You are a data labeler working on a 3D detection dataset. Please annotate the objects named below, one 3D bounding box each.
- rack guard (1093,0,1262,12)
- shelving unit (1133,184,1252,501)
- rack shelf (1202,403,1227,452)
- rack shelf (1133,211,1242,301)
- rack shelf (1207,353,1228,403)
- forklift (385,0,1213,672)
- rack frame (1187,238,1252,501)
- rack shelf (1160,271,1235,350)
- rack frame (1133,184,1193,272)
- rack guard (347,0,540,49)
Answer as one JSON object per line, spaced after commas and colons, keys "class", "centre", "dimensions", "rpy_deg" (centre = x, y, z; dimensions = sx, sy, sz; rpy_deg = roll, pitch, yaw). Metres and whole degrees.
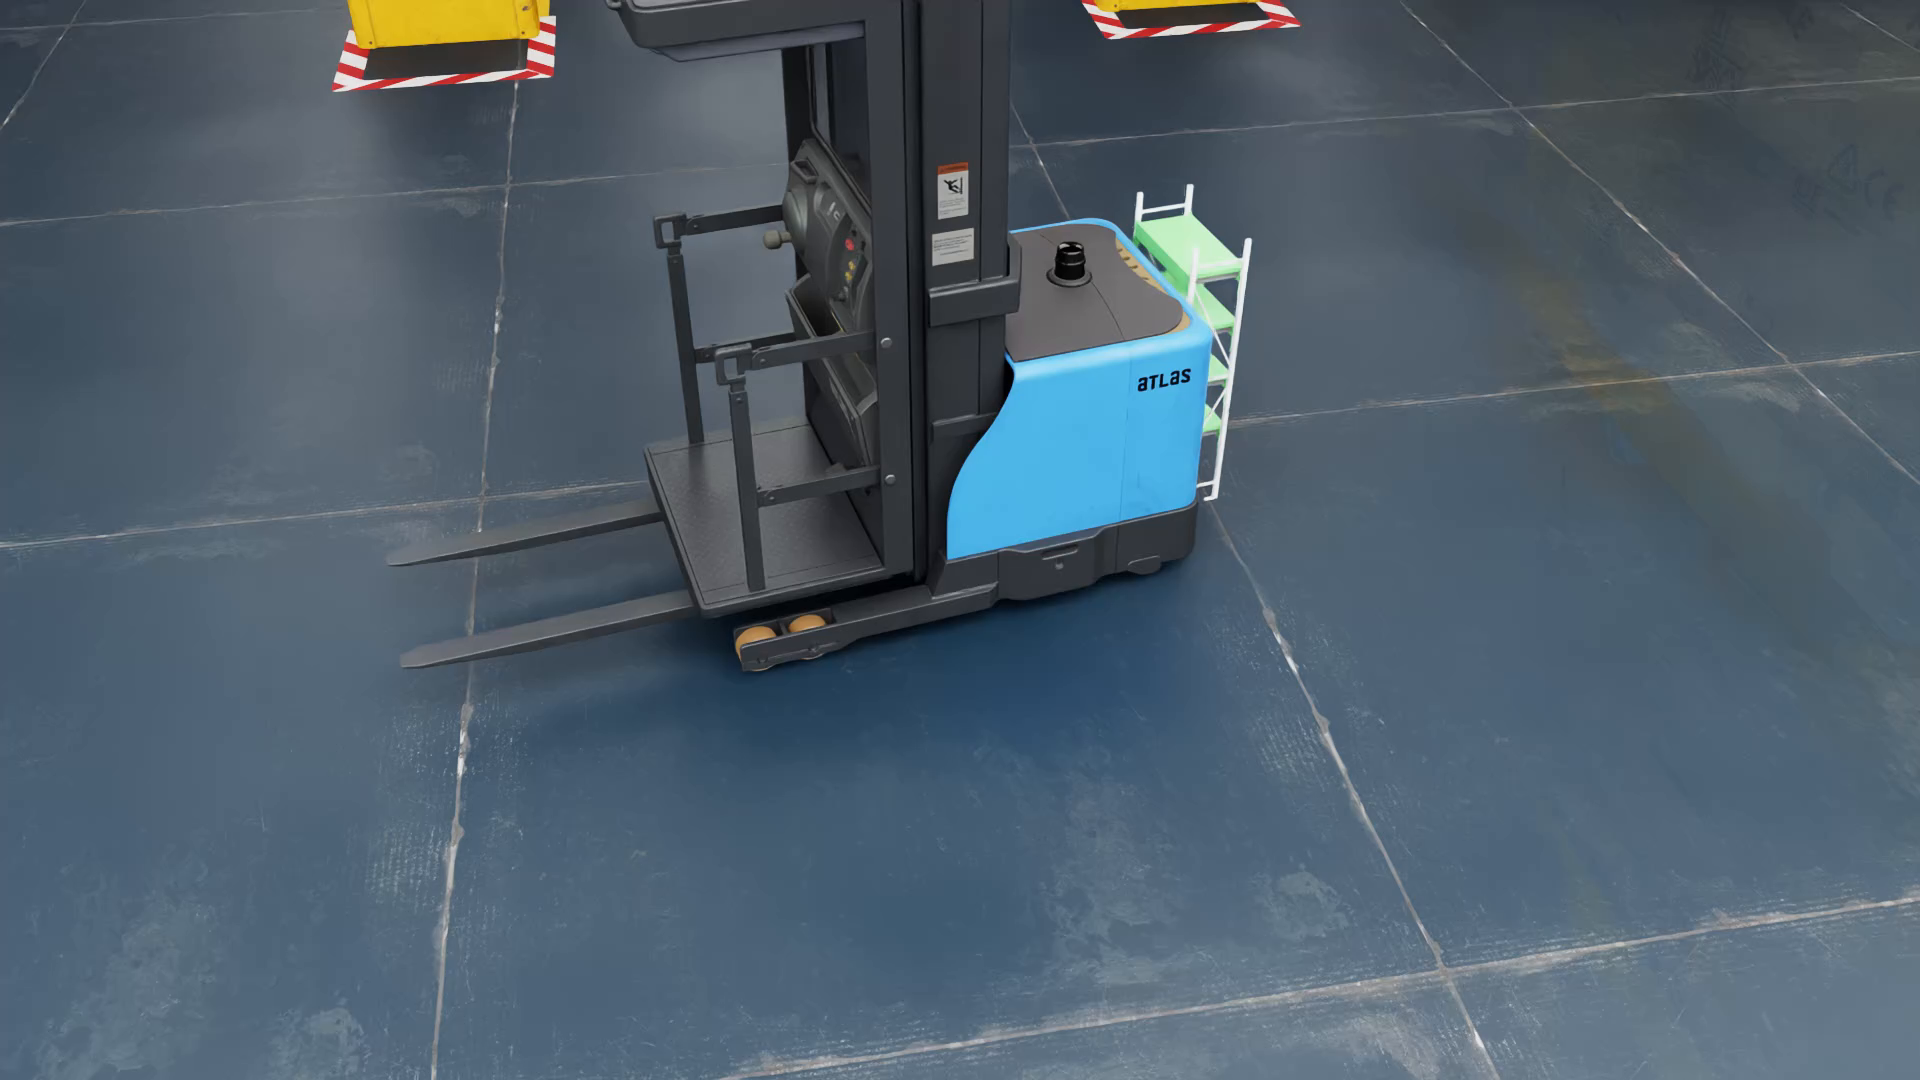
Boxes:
{"class": "rack guard", "centre": [1.517, -3.985, 11.472], "dimensions": [1.175, 0.500, 0.348], "rpy_deg": [-6, 38, -8]}
{"class": "shelving unit", "centre": [0.888, -0.771, 6.761], "dimensions": [0.258, 1.200, 0.503], "rpy_deg": [-12, 39, -16]}
{"class": "rack shelf", "centre": [0.884, -0.530, 6.946], "dimensions": [0.258, 0.148, 0.480], "rpy_deg": [-12, 39, -16]}
{"class": "rack shelf", "centre": [0.894, -1.101, 6.508], "dimensions": [0.258, 0.148, 0.480], "rpy_deg": [-12, 39, -16]}
{"class": "rack shelf", "centre": [0.887, -0.721, 6.800], "dimensions": [0.258, 0.148, 0.480], "rpy_deg": [-12, 39, -16]}
{"class": "forklift", "centre": [-0.643, -1.040, 5.700], "dimensions": [3.031, 2.935, 1.130], "rpy_deg": [-12, 40, -15]}
{"class": "rack frame", "centre": [0.972, -0.631, 6.580], "dimensions": [0.240, 1.200, 0.015], "rpy_deg": [-12, 39, -16]}
{"class": "rack shelf", "centre": [0.891, -0.911, 6.654], "dimensions": [0.258, 0.148, 0.480], "rpy_deg": [-12, 39, -16]}
{"class": "rack frame", "centre": [0.804, -0.912, 6.942], "dimensions": [0.240, 1.200, 0.015], "rpy_deg": [-12, 39, -16]}
{"class": "rack guard", "centre": [-3.402, -3.573, 10.941], "dimensions": [1.175, 0.500, 0.348], "rpy_deg": [-6, 38, -8]}
